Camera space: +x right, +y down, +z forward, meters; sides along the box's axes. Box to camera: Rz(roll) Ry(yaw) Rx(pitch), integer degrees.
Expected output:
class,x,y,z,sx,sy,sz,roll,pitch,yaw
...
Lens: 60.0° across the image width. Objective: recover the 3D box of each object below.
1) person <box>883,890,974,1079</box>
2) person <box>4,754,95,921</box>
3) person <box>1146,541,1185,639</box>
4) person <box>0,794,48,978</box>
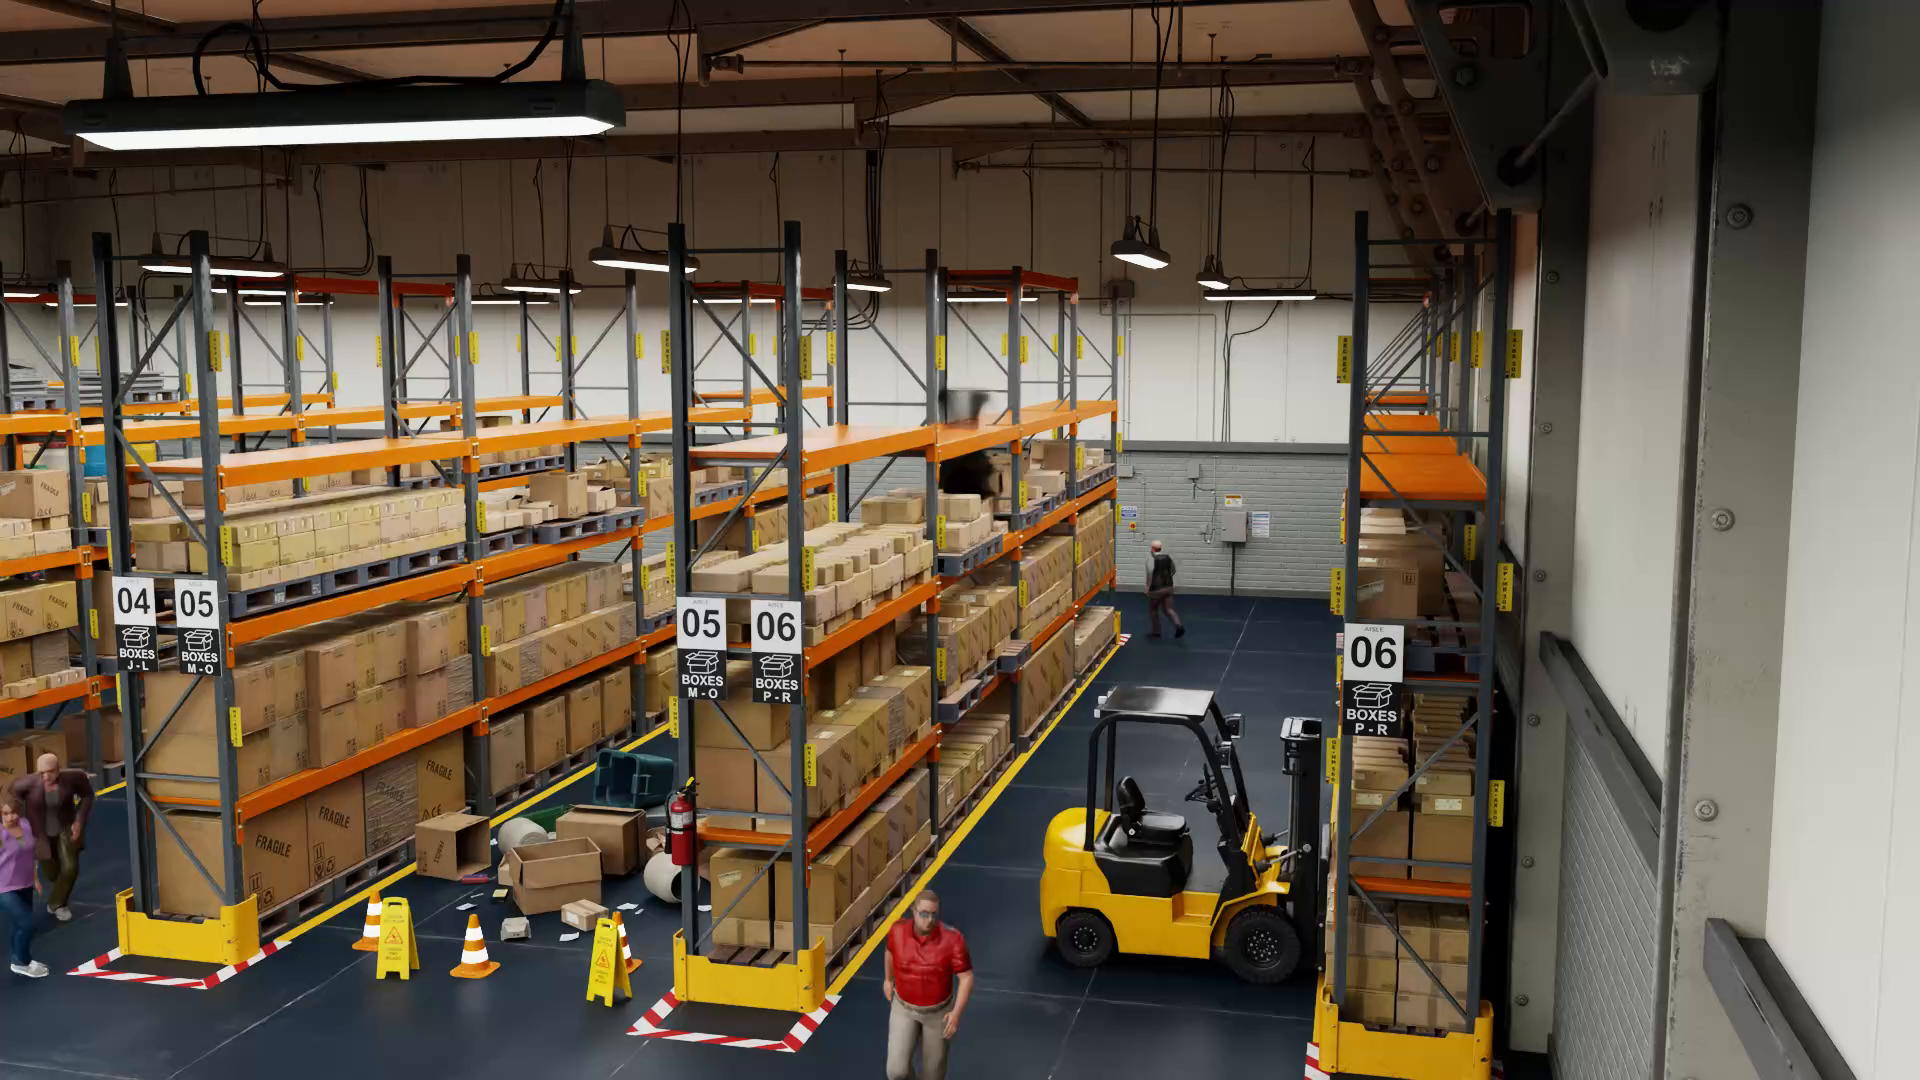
class,x,y,z,sx,sy,sz,roll,pitch,yaw
person,-0.225,3.034,10.630,0.646,1.675,0.800,1,7,7
person,-8.111,2.599,14.831,0.724,1.571,1.007,-4,8,-29
person,3.446,0.866,28.403,0.679,1.694,0.875,-4,8,-28
person,-7.538,2.773,13.275,0.480,1.571,0.517,2,7,12
